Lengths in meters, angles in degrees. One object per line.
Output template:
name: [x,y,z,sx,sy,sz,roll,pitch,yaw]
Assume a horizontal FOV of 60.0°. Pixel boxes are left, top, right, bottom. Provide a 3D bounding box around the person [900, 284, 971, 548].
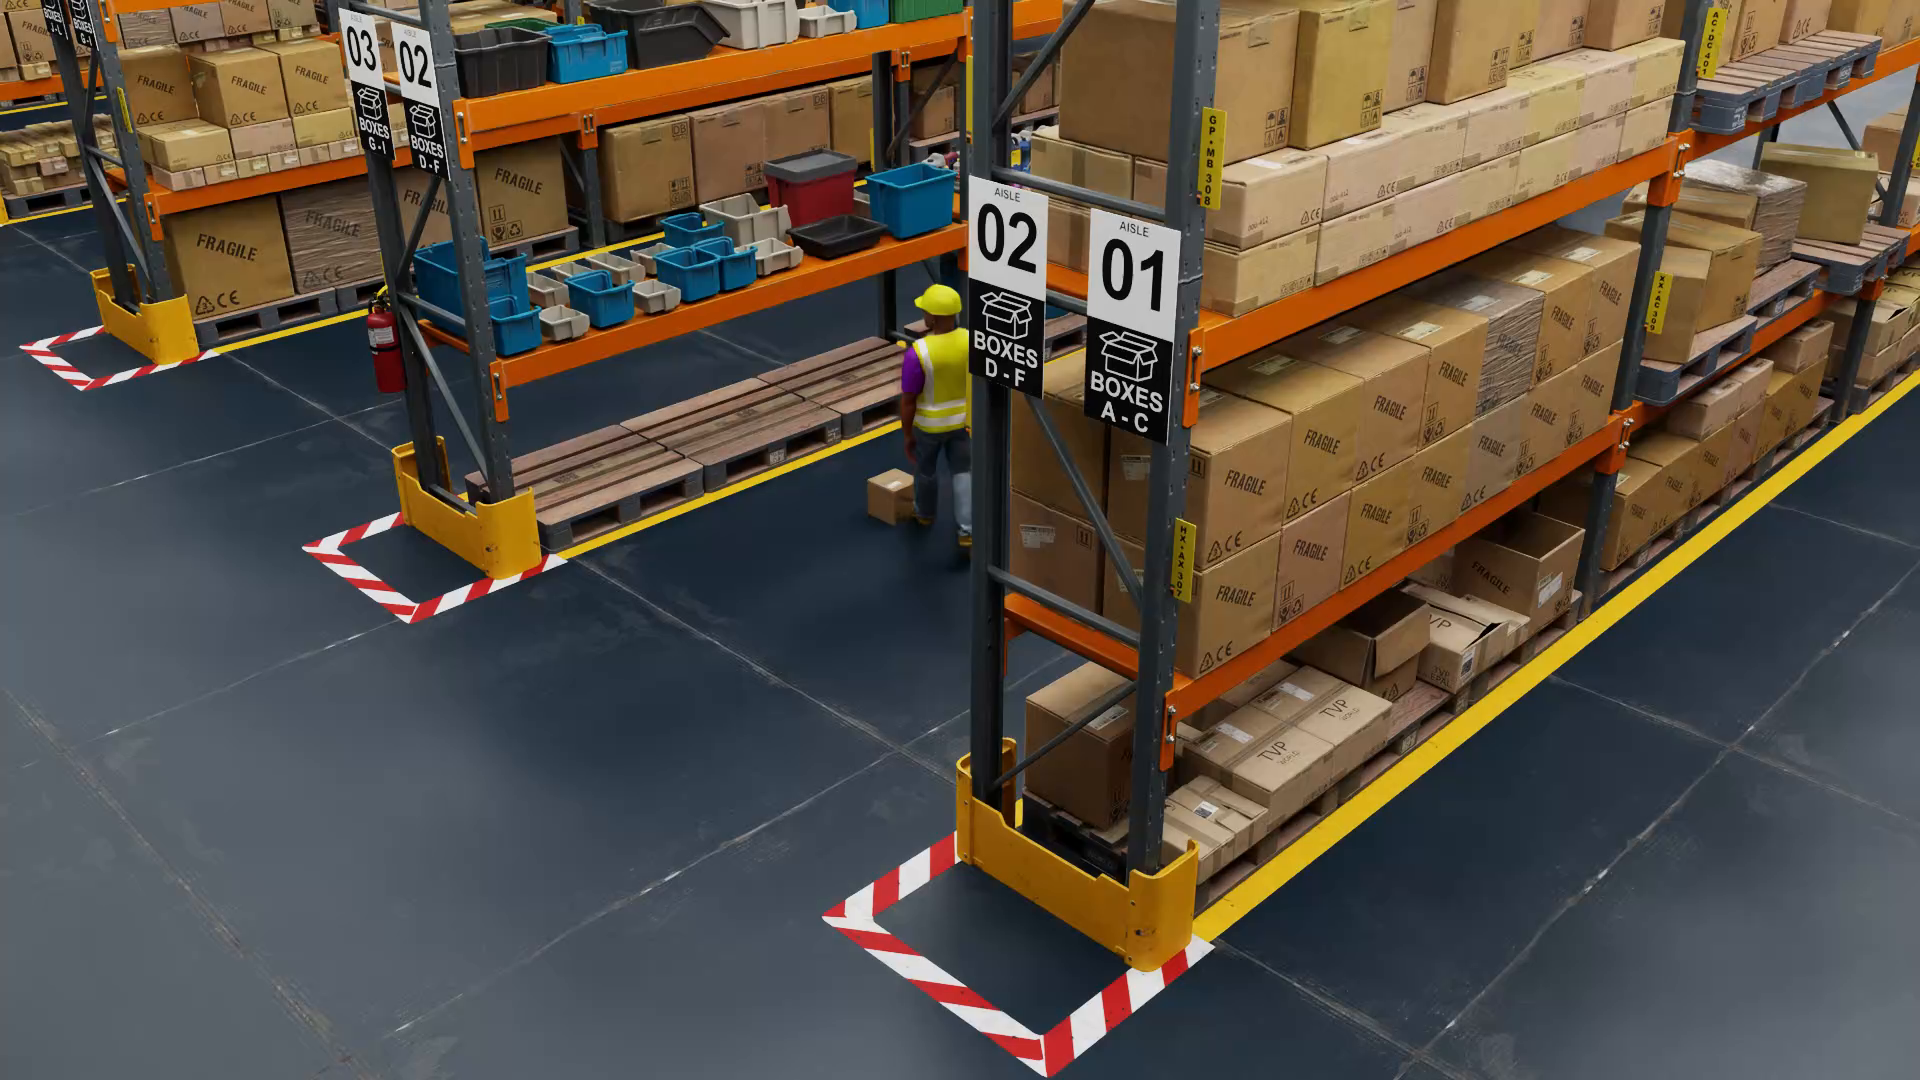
person: [-0.110,-0.781,10.126,0.645,1.720,0.938,-10,29,-18]
